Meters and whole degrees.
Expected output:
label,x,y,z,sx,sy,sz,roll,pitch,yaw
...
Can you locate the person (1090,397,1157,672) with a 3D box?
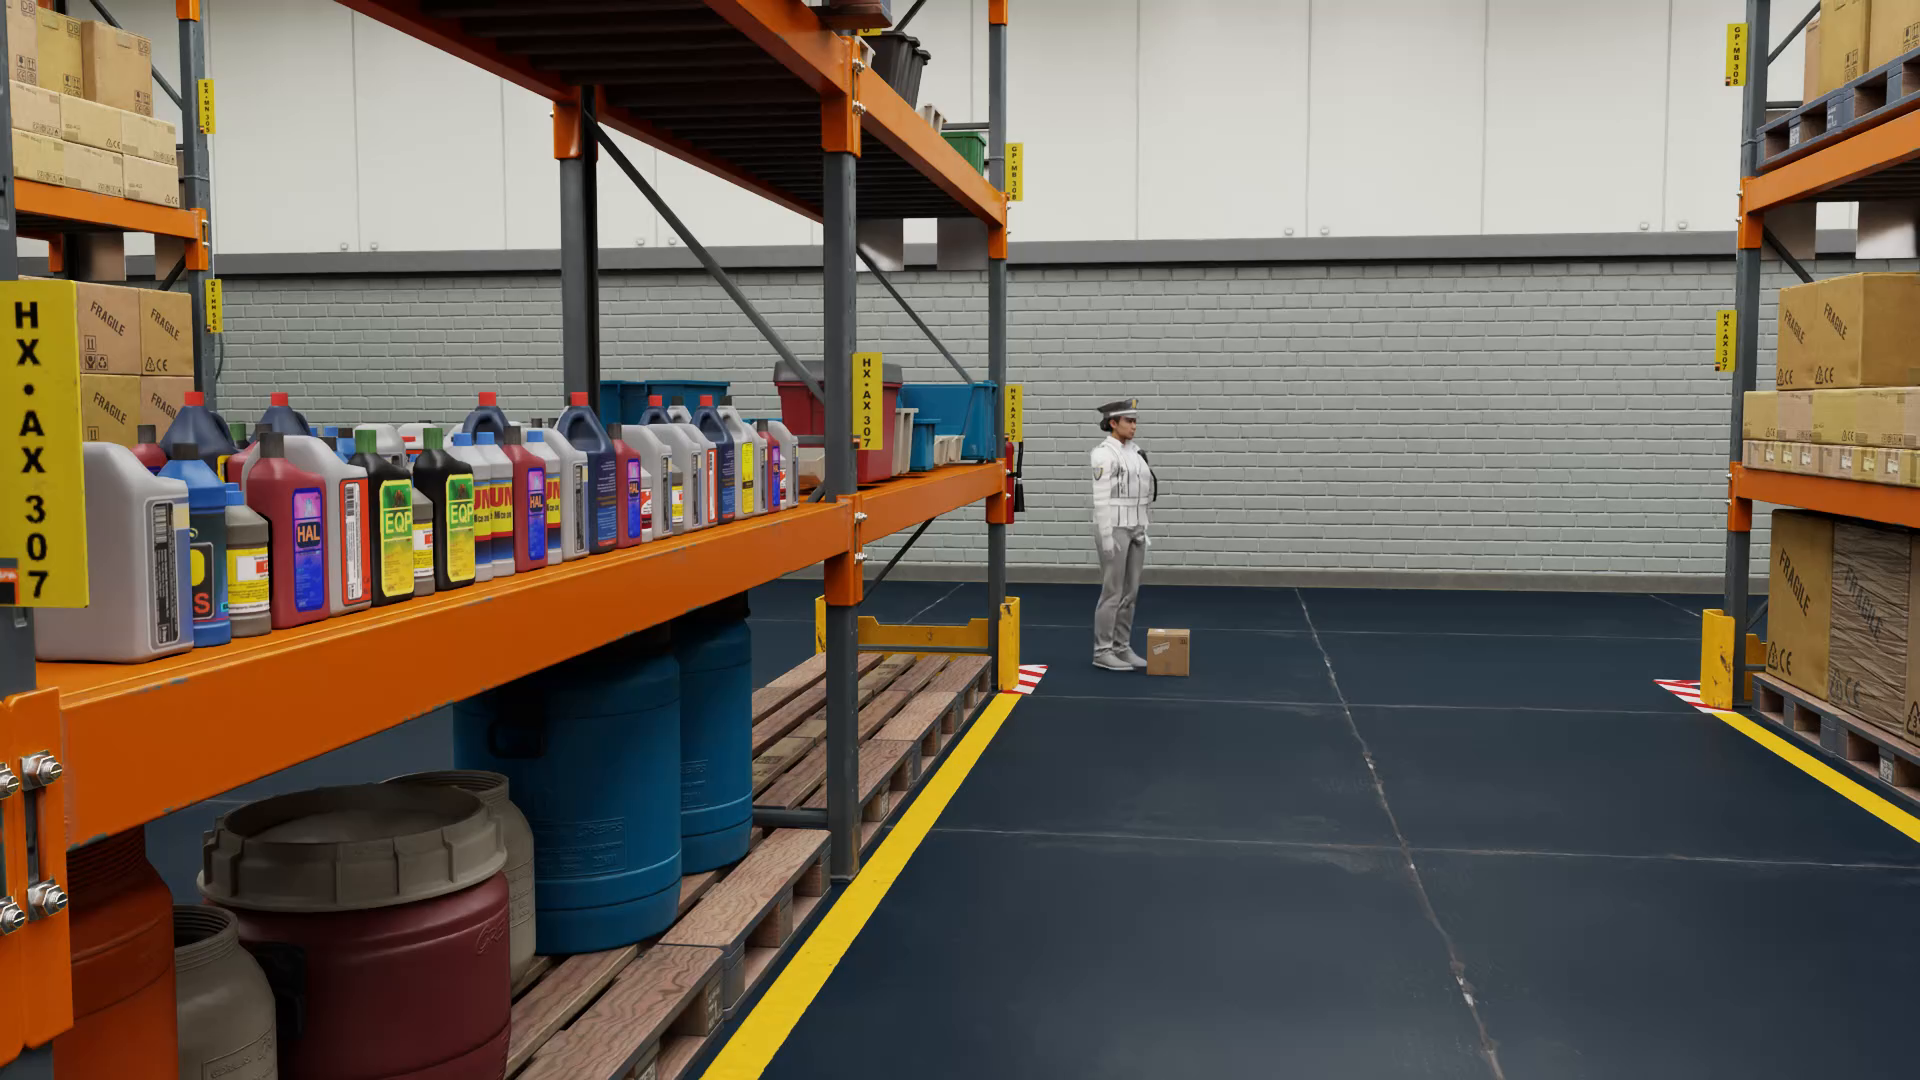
label,x,y,z,sx,sy,sz,roll,pitch,yaw
person,1.013,-0.034,10.332,0.335,1.698,0.471,4,6,41
